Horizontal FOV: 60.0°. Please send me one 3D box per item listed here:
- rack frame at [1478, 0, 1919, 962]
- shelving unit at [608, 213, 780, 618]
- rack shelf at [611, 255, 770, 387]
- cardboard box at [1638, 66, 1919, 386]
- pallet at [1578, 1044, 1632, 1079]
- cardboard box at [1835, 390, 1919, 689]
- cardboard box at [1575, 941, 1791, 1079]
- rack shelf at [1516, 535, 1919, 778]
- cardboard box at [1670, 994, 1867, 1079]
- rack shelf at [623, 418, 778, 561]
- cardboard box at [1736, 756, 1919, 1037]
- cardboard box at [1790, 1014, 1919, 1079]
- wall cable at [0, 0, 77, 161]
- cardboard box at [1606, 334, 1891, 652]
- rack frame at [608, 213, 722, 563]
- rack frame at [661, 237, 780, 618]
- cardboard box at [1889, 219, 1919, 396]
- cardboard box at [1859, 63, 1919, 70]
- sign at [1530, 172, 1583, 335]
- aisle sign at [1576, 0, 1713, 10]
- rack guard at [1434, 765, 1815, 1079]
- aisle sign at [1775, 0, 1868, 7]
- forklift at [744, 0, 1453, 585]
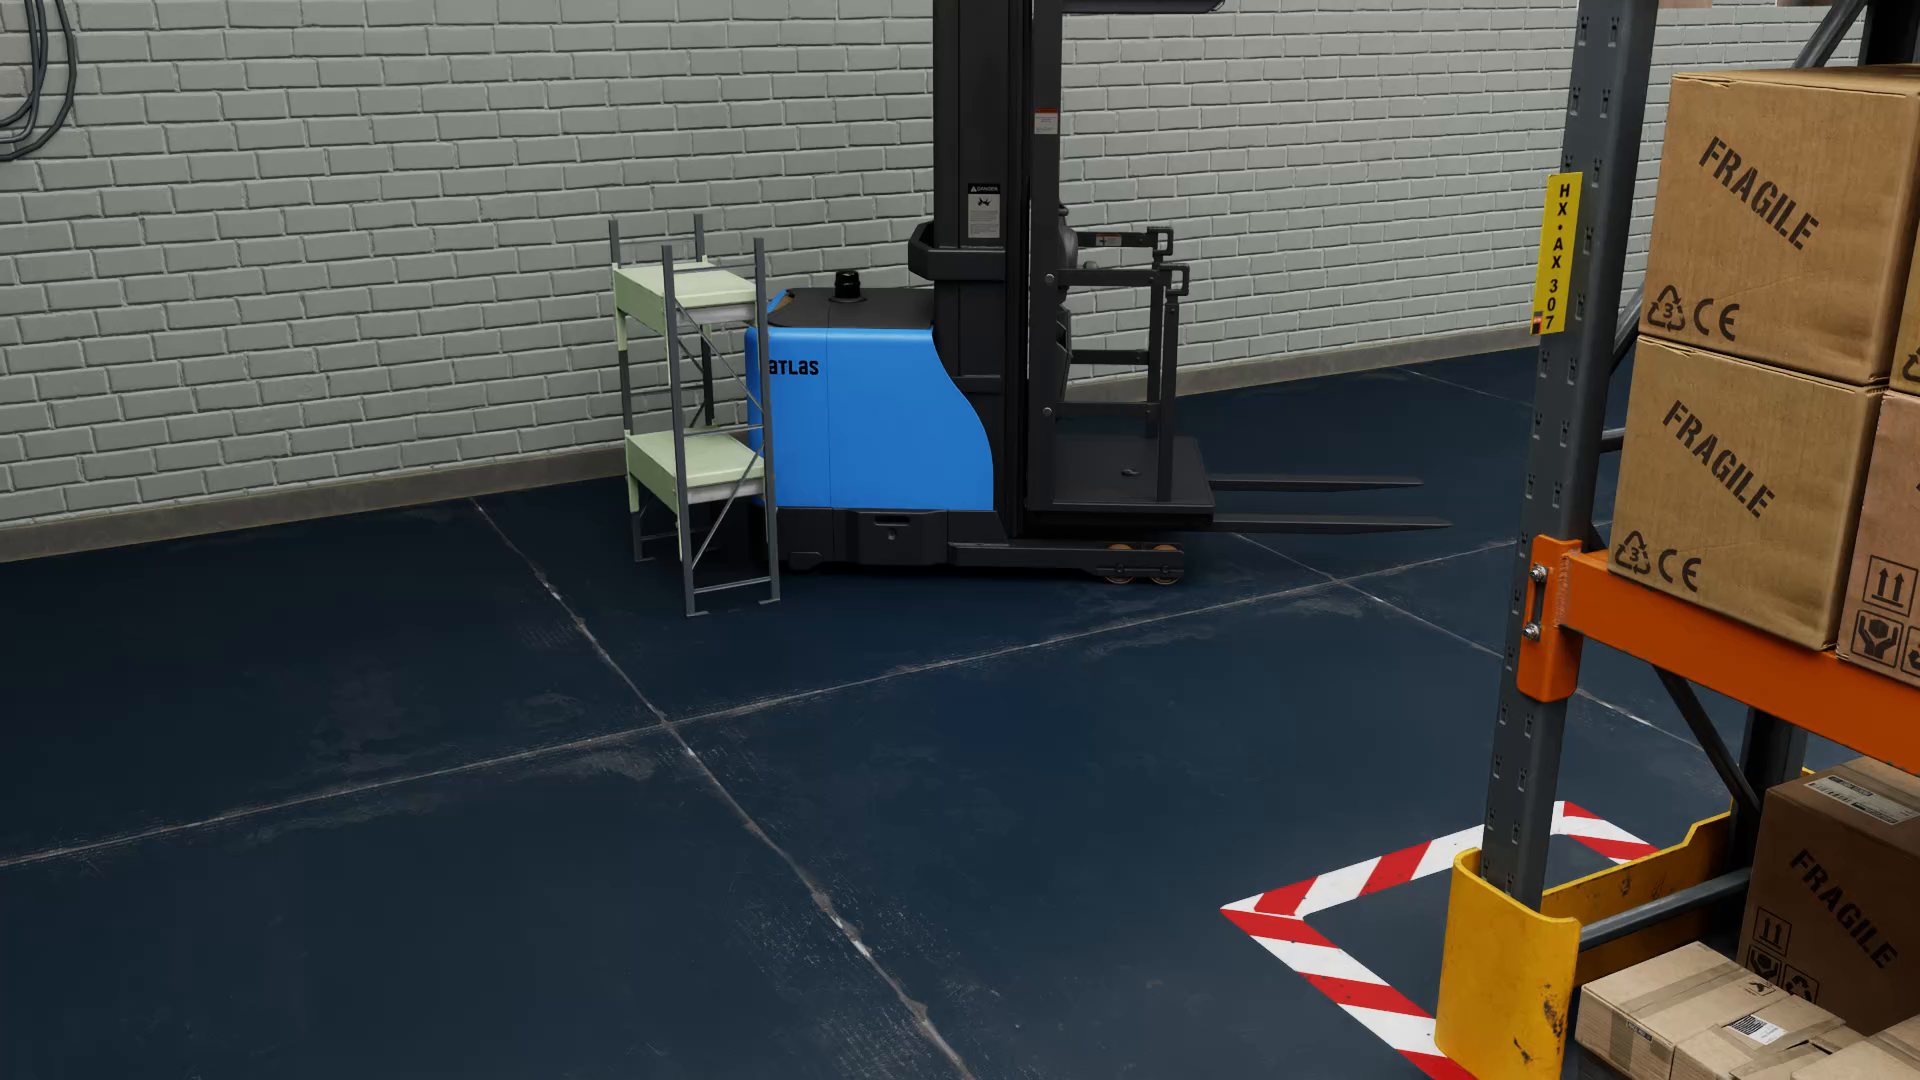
[{"bbox_3d":[1.697,-0.258,3.781,1.000,3.000,0.127,-10,21,-27],"label":"rack frame"},{"bbox_3d":[-1.098,-0.534,6.873,0.431,1.500,0.755,-10,21,-25],"label":"shelving unit"},{"bbox_3d":[-1.101,-0.902,6.745,0.431,0.370,0.720,-10,21,-25],"label":"rack shelf"},{"bbox_3d":[1.676,-0.610,3.114,0.500,0.500,0.500,-9,21,-25],"label":"cardboard box"},{"bbox_3d":[2.113,1.311,3.510,1.003,0.211,1.213,-10,21,-27],"label":"pallet"},{"bbox_3d":[1.925,0.010,2.850,0.500,0.500,0.500,-10,22,-27],"label":"cardboard box"},{"bbox_3d":[1.594,1.055,3.672,0.380,0.149,0.250,-10,21,-27],"label":"cardboard box"},{"bbox_3d":[2.647,0.656,2.234,1.077,0.370,4.000,-10,21,-27],"label":"rack shelf"},{"bbox_3d":[1.712,1.118,3.461,0.380,0.166,0.250,-10,21,-27],"label":"cardboard box"},{"bbox_3d":[-1.096,-0.226,6.981,0.431,0.370,0.720,-10,21,-25],"label":"rack shelf"},{"bbox_3d":[2.172,0.833,3.775,0.500,0.500,0.500,-10,21,-27],"label":"cardboard box"},{"bbox_3d":[1.943,1.177,3.162,0.500,0.250,0.500,-10,21,-27],"label":"cardboard box"},{"bbox_3d":[-5.032,-2.537,5.948,3.097,2.526,0.112,-10,21,-27],"label":"wall cable"},{"bbox_3d":[1.676,-0.137,3.277,0.500,0.500,0.500,-9,21,-26],"label":"cardboard box"},{"bbox_3d":[-1.263,-0.640,7.182,0.400,1.500,0.023,-10,21,-25],"label":"rack frame"},{"bbox_3d":[-0.933,-0.427,6.564,0.400,1.500,0.023,-10,21,-25],"label":"rack frame"},{"bbox_3d":[1.931,-0.461,2.683,0.500,0.500,0.500,-10,21,-26],"label":"cardboard box"},{"bbox_3d":[2.150,-0.693,3.355,0.500,0.500,0.500,-10,22,-27],"label":"cardboard box"},{"bbox_3d":[1.220,-0.583,3.396,0.100,0.325,0.005,-10,21,-27],"label":"sign"},{"bbox_3d":[1.406,-1.461,3.282,0.394,0.787,0.004,-10,21,-27],"label":"aisle sign"},{"bbox_3d":[1.733,0.945,4.125,1.175,0.500,0.348,-10,21,-27],"label":"rack guard"},{"bbox_3d":[1.934,-1.554,3.551,0.394,0.787,0.004,-10,21,-27],"label":"aisle sign"},{"bbox_3d":[0.622,-1.374,7.120,3.031,2.935,1.130,1,19,3],"label":"forklift"}]
